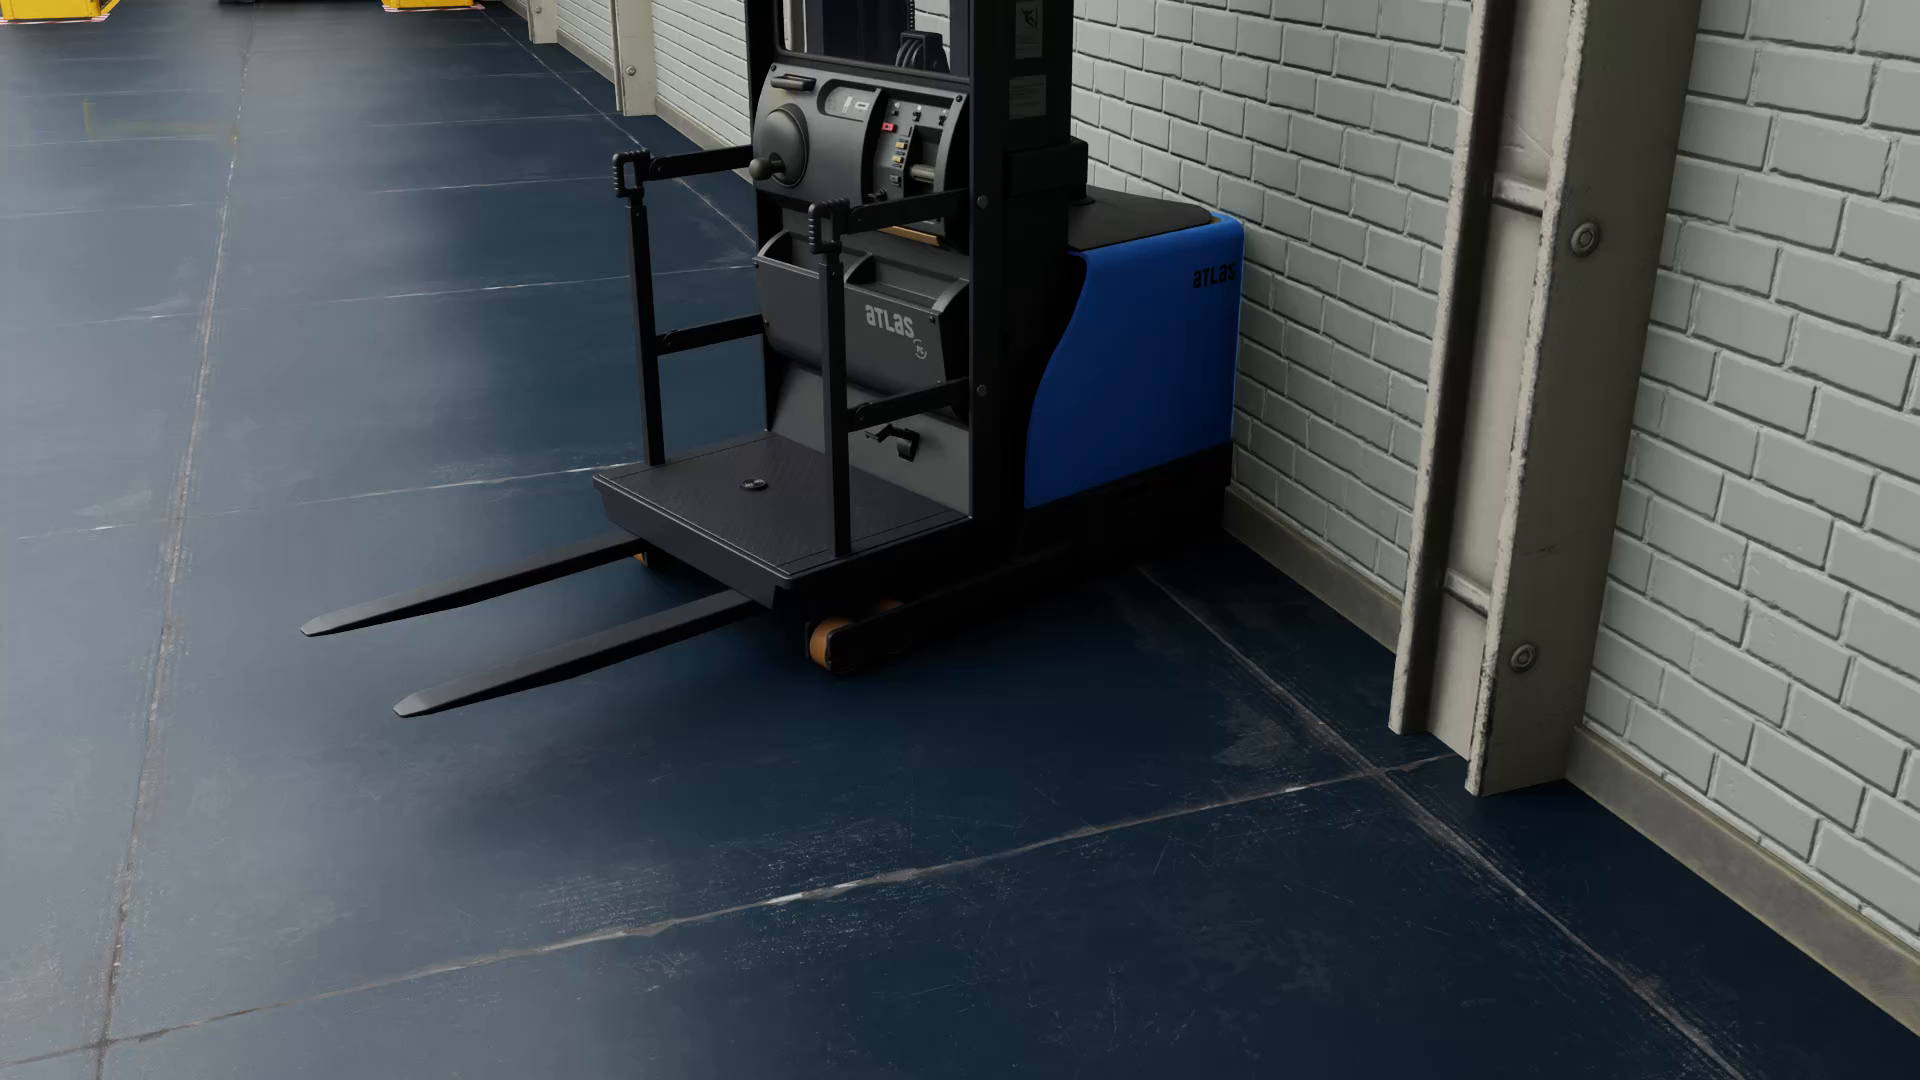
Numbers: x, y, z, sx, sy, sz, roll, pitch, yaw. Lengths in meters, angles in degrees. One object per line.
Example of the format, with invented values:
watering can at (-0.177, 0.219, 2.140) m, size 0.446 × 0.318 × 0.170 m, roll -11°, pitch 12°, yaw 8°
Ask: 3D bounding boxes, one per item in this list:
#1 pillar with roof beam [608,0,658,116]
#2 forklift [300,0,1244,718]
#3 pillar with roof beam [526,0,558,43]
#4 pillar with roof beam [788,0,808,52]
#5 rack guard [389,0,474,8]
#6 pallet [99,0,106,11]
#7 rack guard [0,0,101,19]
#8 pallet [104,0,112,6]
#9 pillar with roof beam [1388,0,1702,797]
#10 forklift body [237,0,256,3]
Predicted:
pillar with roof beam at (-6.885, -7.358, 11.622) m, size 9.100 × 9.000 × 0.400 m, roll -8°, pitch 24°, yaw -19°
forklift at (-0.469, -1.191, 4.802) m, size 3.031 × 2.935 × 1.130 m, roll -19°, pitch 29°, yaw -37°
pillar with roof beam at (-9.005, -9.538, 16.795) m, size 9.100 × 9.000 × 0.400 m, roll -8°, pitch 24°, yaw -19°
pillar with roof beam at (-4.766, -5.178, 6.450) m, size 9.100 × 9.000 × 0.400 m, roll -8°, pitch 24°, yaw -19°
rack guard at (-7.686, -8.008, 24.105) m, size 1.175 × 0.500 × 0.348 m, roll -8°, pitch 24°, yaw -19°
pallet at (-12.617, -7.528, 23.340) m, size 1.003 × 0.211 × 1.213 m, roll -8°, pitch 24°, yaw -19°
rack guard at (-12.364, -7.361, 22.572) m, size 1.175 × 0.500 × 0.348 m, roll -8°, pitch 24°, yaw -19°
pallet at (-13.045, -7.971, 24.390) m, size 1.003 × 0.211 × 1.213 m, roll -8°, pitch 24°, yaw -19°
pillar with roof beam at (-2.646, -2.998, 1.277) m, size 9.100 × 9.000 × 0.400 m, roll -8°, pitch 24°, yaw -19°
forklift body at (-10.071, -9.216, 24.846) m, size 2.313 × 2.155 × 1.214 m, roll -8°, pitch 24°, yaw -19°
